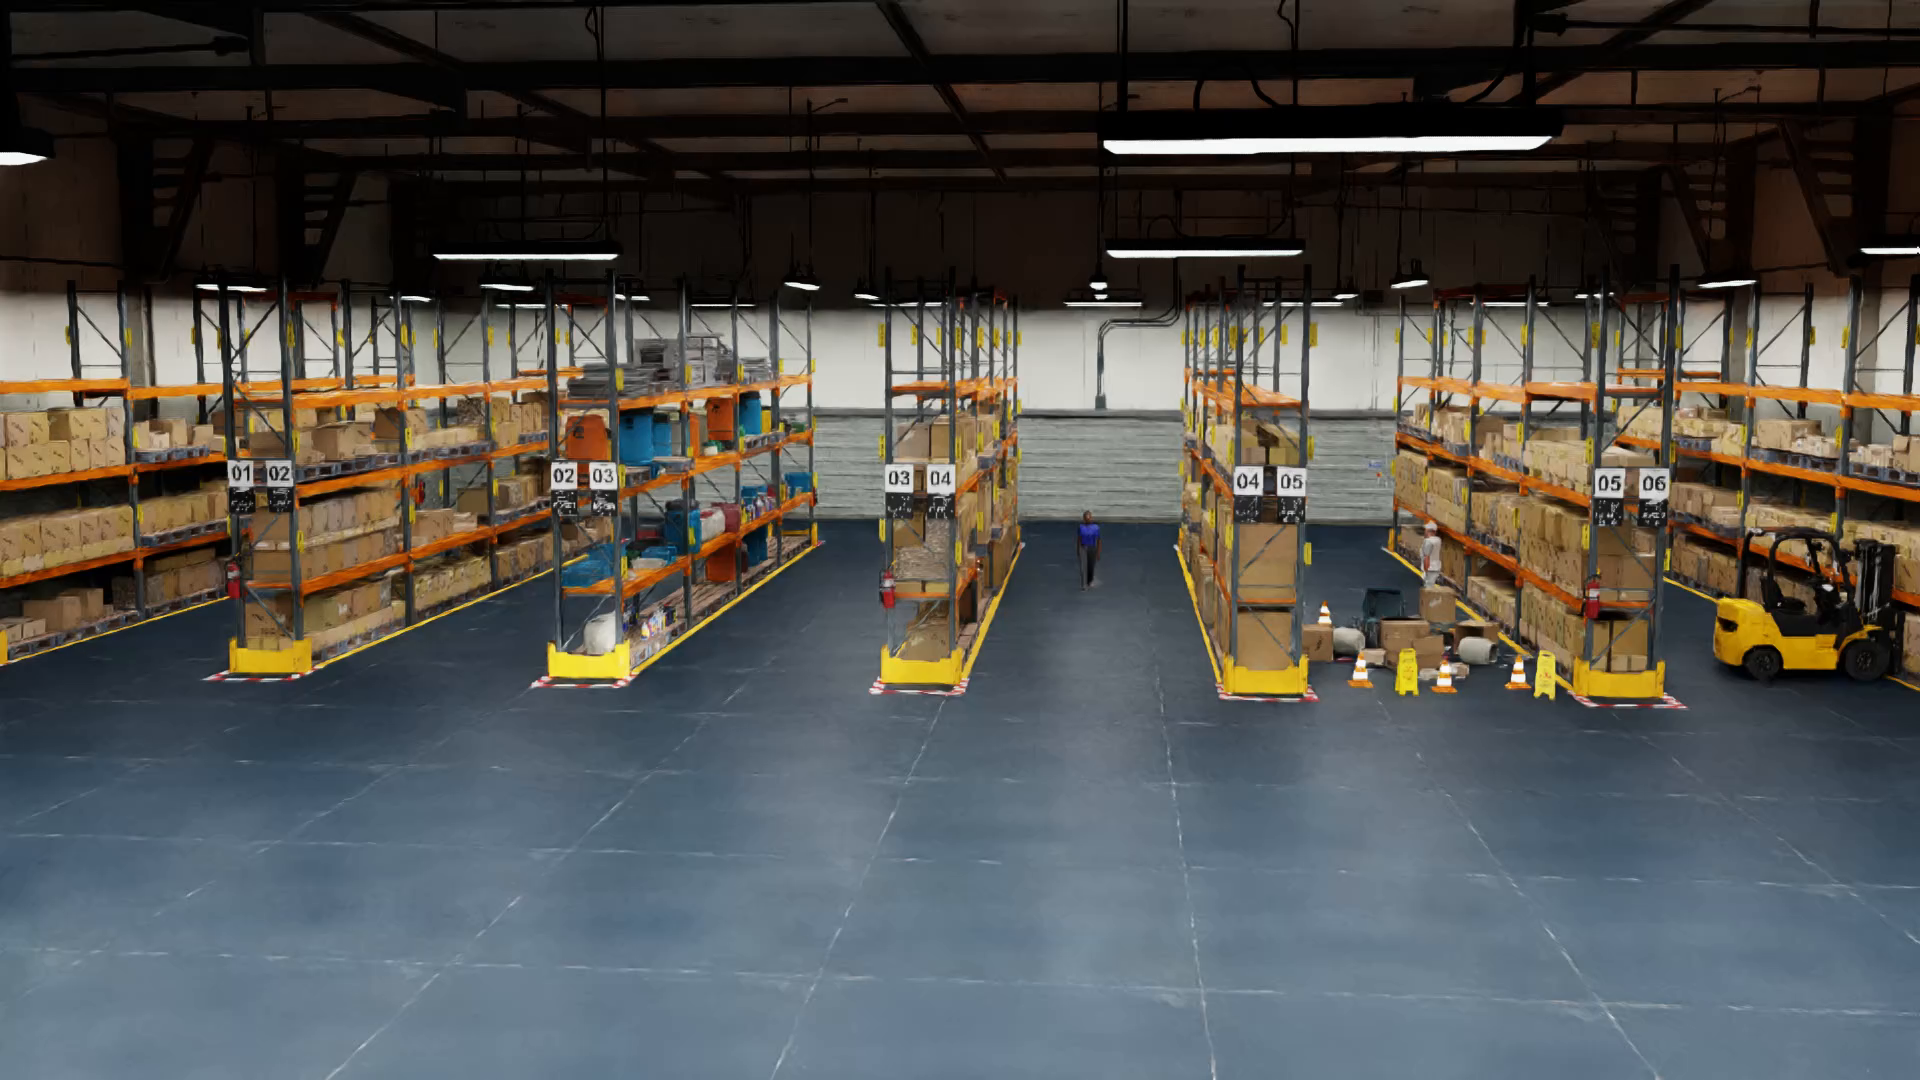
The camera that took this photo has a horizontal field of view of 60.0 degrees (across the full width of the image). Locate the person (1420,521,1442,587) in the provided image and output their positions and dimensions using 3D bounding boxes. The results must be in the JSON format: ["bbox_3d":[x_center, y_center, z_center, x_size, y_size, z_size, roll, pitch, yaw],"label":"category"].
[{"bbox_3d":[8.202,0.556,29.221,0.489,1.787,0.608,5,9,36],"label":"person"}]

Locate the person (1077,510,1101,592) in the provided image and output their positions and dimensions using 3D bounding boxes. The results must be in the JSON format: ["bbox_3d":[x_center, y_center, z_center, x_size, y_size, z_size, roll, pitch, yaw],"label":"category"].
[{"bbox_3d":[2.558,0.202,32.956,0.463,1.589,0.989,0,7,4],"label":"person"}]
